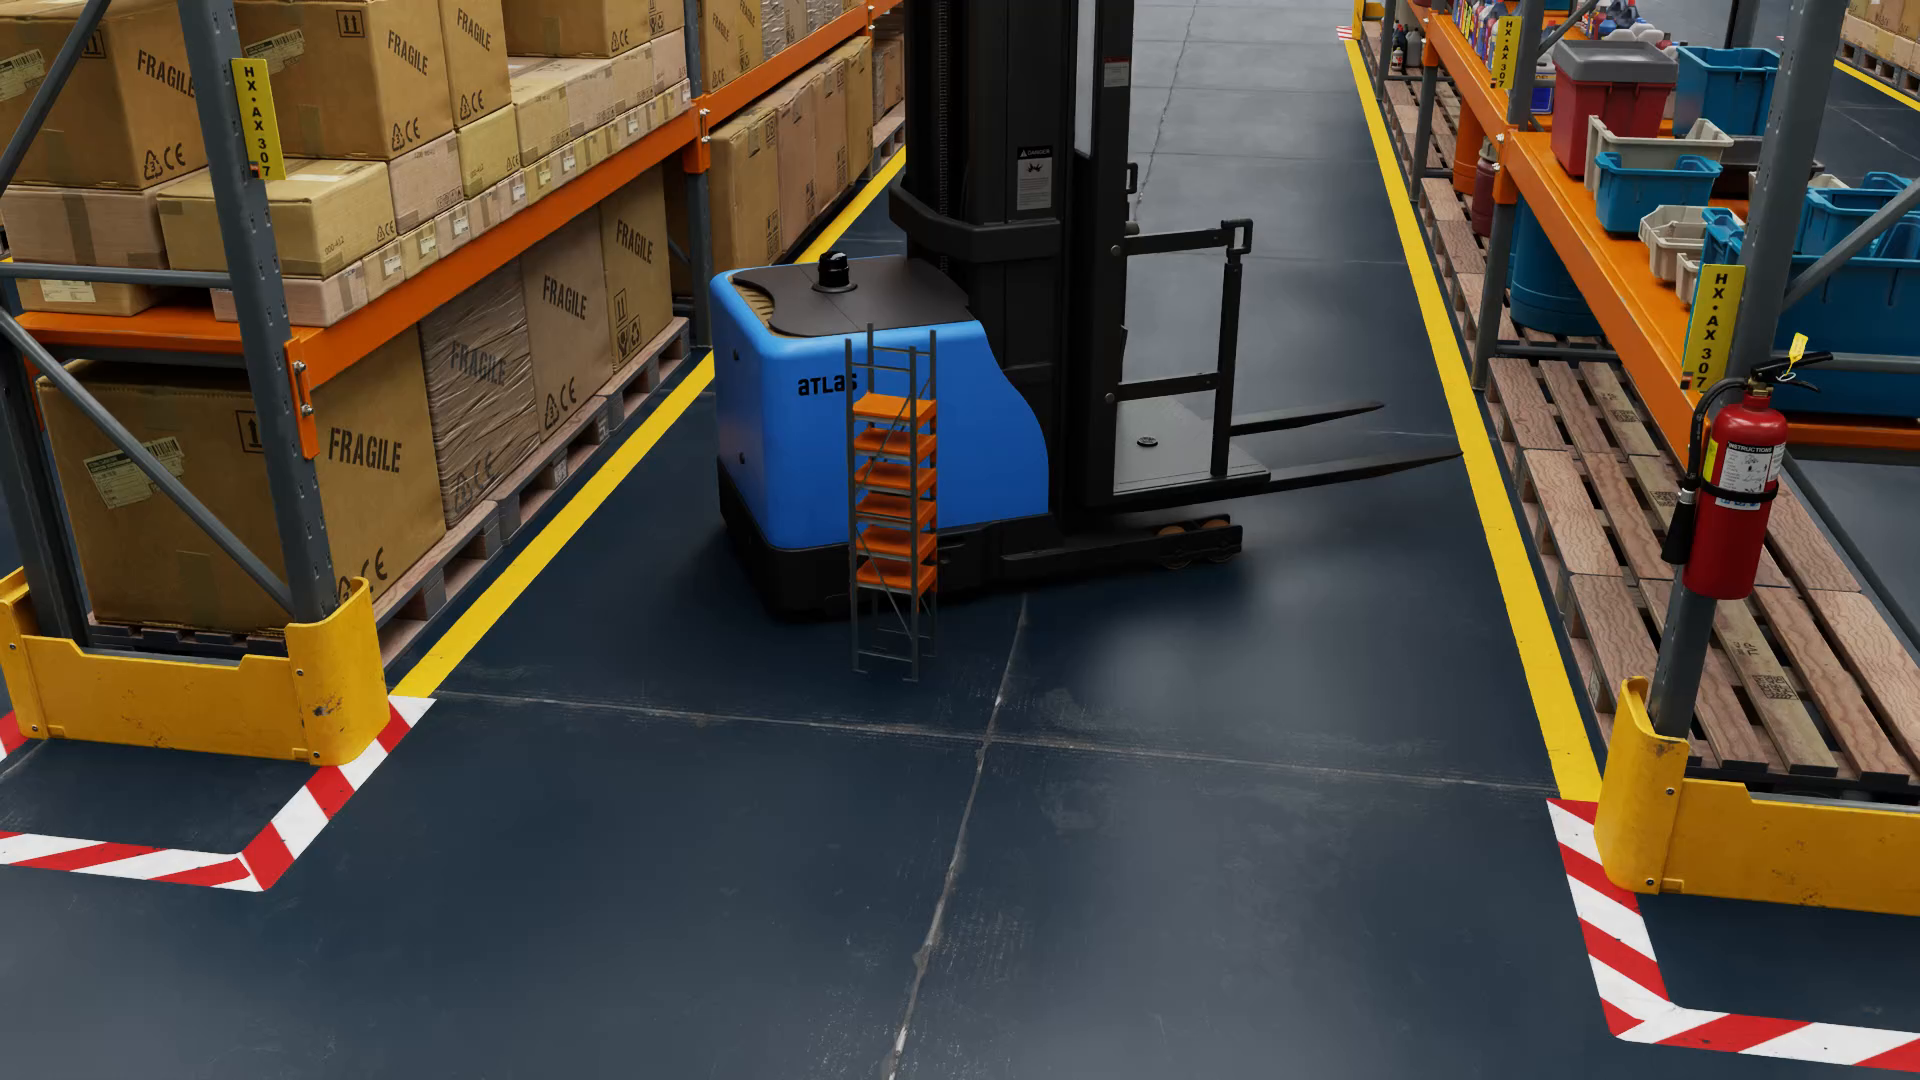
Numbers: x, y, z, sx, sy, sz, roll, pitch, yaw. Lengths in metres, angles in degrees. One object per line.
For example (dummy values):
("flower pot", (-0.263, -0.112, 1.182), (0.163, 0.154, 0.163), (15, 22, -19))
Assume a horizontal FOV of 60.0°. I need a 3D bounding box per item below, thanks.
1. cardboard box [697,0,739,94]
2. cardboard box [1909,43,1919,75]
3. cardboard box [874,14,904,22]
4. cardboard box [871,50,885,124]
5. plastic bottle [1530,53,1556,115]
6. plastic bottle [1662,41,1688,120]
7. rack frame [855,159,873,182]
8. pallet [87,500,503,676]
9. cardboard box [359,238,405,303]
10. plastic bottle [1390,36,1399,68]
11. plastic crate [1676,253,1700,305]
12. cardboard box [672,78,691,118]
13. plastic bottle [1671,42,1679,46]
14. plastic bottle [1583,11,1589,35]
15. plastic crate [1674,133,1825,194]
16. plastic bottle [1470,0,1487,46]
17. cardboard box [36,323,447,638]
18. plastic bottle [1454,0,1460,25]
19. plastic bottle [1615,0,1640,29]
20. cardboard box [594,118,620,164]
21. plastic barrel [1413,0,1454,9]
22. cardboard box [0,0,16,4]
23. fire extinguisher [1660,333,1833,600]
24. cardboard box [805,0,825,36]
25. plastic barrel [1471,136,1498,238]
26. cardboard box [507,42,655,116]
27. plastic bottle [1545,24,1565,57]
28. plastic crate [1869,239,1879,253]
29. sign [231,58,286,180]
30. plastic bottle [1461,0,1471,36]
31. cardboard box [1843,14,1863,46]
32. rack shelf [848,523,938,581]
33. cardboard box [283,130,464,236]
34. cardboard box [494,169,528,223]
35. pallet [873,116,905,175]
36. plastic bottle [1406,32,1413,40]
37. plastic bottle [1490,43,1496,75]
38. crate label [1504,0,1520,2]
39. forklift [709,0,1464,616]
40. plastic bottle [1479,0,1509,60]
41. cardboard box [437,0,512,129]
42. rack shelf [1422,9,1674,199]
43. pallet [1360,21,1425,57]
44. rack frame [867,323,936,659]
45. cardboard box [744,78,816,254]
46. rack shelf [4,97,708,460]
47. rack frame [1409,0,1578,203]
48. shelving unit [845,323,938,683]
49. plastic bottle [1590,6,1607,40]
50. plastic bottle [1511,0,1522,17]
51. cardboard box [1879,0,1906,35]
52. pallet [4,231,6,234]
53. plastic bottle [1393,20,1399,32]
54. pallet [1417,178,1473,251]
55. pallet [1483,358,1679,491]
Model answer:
("cardboard box", (-1.492, -2.657, 8.770), (0.500, 0.500, 0.500), (4, 25, 9))
("cardboard box", (9.218, -4.457, 15.482), (0.500, 0.250, 0.500), (4, 25, 9))
("cardboard box", (-0.628, -4.594, 15.457), (0.700, 0.500, 0.500), (2, 25, 4))
("cardboard box", (-0.992, -3.691, 13.527), (0.700, 0.500, 0.500), (2, 25, 4))
("plastic bottle", (2.818, -2.225, 8.111), (0.152, 0.276, 0.135), (4, 25, 9))
("plastic bottle", (3.457, -2.213, 7.997), (0.144, 0.351, 0.185), (4, 25, 9))
("rack frame", (-1.160, -4.110, 11.992), (1.000, 3.000, 0.127), (4, 25, 9))
("pallet", (-2.414, 0.159, 6.161), (1.003, 0.211, 1.213), (4, 25, 9))
("cardboard box", (-2.043, -0.883, 5.394), (0.380, 0.149, 0.250), (4, 25, 8))
("plastic bottle", (4.133, -4.633, 15.794), (0.061, 0.283, 0.133), (5, 26, 11))
("plastic crate", (2.435, -0.802, 5.166), (0.396, 0.136, 0.243), (4, 25, 9))
("cardboard box", (-1.540, -2.173, 8.150), (0.380, 0.149, 0.250), (4, 25, 9))
("plastic bottle", (3.630, -2.402, 8.495), (0.097, 0.271, 0.097), (0, 25, 0))
("plastic bottle", (3.991, -3.294, 10.482), (0.097, 0.201, 0.097), (0, 25, 0))
("plastic crate", (3.155, -1.509, 6.690), (0.437, 0.125, 0.590), (4, 25, 9))
("plastic bottle", (3.140, -3.117, 10.022), (0.097, 0.271, 0.097), (0, 25, 0))
("cardboard box", (-2.442, -0.265, 5.789), (0.875, 0.875, 0.875), (4, 25, 9))
("plastic bottle", (3.291, -3.503, 10.847), (0.097, 0.271, 0.097), (0, 25, 0))
("plastic bottle", (3.775, -2.871, 9.403), (0.144, 0.351, 0.185), (4, 25, 9))
("cardboard box", (-1.708, -1.742, 7.230), (0.380, 0.149, 0.250), (4, 25, 10))
("plastic barrel", (3.504, -4.043, 11.689), (0.600, 0.536, 0.708), (4, 25, 9))
("cardboard box", (-6.046, -3.357, 10.186), (0.380, 0.149, 0.250), (4, 25, 9))
("fire extinguisher", (1.946, -0.185, 4.138), (0.296, 0.674, 0.183), (4, 25, 9))
("cardboard box", (-1.165, -3.506, 10.584), (0.500, 0.500, 0.500), (3, 25, 7))
("plastic barrel", (3.479, -2.186, 10.232), (0.600, 0.588, 0.708), (4, 25, 9))
("cardboard box", (-1.709, -2.084, 7.490), (0.500, 0.250, 0.500), (5, 26, 10))
("plastic bottle", (3.042, -2.468, 8.543), (0.144, 0.351, 0.185), (4, 25, 9))
("plastic crate", (2.892, -0.728, 4.893), (0.416, 0.233, 0.300), (4, 25, 9))
("sign", (-1.921, -1.151, 4.556), (0.100, 0.325, 0.005), (4, 25, 9))
("plastic bottle", (3.194, -3.309, 10.418), (0.061, 0.283, 0.133), (4, 25, 9))
("cardboard box", (9.535, -5.294, 17.270), (0.500, 0.250, 0.500), (4, 25, 9))
("rack shelf", (-0.225, 0.039, 5.635), (0.258, 0.103, 0.180), (8, 25, 17))
("cardboard box", (-2.044, -1.230, 5.667), (0.500, 0.250, 0.500), (4, 25, 8))
("cardboard box", (-1.876, -1.314, 6.314), (0.380, 0.149, 0.250), (4, 25, 8))
("pallet", (-1.031, -3.173, 13.281), (1.003, 0.211, 1.213), (4, 25, 9))
("plastic bottle", (4.383, -4.775, 16.107), (0.152, 0.276, 0.135), (4, 25, 9))
("plastic bottle", (2.974, -2.661, 9.131), (0.097, 0.201, 0.097), (0, 25, 0))
("crate label", (4.156, -4.179, 12.099), (0.502, 0.435, 0.616), (4, 25, 9))
("forklift", (0.589, -1.415, 6.315), (3.031, 2.935, 1.130), (-8, 26, -17))
("plastic bottle", (3.080, -2.939, 9.549), (0.144, 0.351, 0.185), (4, 25, 9))
("cardboard box", (-1.962, -1.778, 5.953), (0.500, 0.500, 0.500), (3, 25, 7))
("rack shelf", (3.400, -2.604, 9.624), (1.077, 0.370, 4.000), (4, 25, 9))
("pallet", (4.930, -5.475, 18.198), (1.003, 0.211, 1.213), (4, 25, 9))
("rack frame", (-0.194, -0.146, 5.647), (0.240, 1.200, 0.006), (8, 25, 17))
("cardboard box", (-1.583, -2.307, 10.152), (1.225, 0.875, 0.875), (3, 25, 7))
("rack shelf", (-2.140, -1.274, 6.783), (1.077, 0.370, 4.000), (4, 25, 9))
("rack frame", (3.727, -3.766, 11.258), (1.000, 3.000, 0.127), (4, 25, 9))
("shelving unit", (-0.224, -0.111, 5.568), (0.258, 1.200, 0.189), (8, 25, 17))
("plastic bottle", (3.722, -2.970, 9.694), (0.061, 0.283, 0.133), (4, 25, 9))
("plastic bottle", (3.252, -2.985, 9.647), (0.144, 0.351, 0.185), (4, 25, 9))
("cardboard box", (9.365, -5.216, 16.219), (0.500, 0.500, 0.500), (4, 25, 9))
("pallet", (-6.367, -2.397, 11.622), (1.003, 0.211, 1.213), (4, 25, 9))
("plastic bottle", (4.285, -4.944, 16.379), (0.144, 0.351, 0.185), (4, 25, 8))
("pallet", (3.639, -2.171, 11.139), (1.003, 0.211, 1.213), (4, 25, 9))
("pallet", (2.991, -0.520, 7.613), (1.003, 0.211, 1.213), (4, 25, 9))
